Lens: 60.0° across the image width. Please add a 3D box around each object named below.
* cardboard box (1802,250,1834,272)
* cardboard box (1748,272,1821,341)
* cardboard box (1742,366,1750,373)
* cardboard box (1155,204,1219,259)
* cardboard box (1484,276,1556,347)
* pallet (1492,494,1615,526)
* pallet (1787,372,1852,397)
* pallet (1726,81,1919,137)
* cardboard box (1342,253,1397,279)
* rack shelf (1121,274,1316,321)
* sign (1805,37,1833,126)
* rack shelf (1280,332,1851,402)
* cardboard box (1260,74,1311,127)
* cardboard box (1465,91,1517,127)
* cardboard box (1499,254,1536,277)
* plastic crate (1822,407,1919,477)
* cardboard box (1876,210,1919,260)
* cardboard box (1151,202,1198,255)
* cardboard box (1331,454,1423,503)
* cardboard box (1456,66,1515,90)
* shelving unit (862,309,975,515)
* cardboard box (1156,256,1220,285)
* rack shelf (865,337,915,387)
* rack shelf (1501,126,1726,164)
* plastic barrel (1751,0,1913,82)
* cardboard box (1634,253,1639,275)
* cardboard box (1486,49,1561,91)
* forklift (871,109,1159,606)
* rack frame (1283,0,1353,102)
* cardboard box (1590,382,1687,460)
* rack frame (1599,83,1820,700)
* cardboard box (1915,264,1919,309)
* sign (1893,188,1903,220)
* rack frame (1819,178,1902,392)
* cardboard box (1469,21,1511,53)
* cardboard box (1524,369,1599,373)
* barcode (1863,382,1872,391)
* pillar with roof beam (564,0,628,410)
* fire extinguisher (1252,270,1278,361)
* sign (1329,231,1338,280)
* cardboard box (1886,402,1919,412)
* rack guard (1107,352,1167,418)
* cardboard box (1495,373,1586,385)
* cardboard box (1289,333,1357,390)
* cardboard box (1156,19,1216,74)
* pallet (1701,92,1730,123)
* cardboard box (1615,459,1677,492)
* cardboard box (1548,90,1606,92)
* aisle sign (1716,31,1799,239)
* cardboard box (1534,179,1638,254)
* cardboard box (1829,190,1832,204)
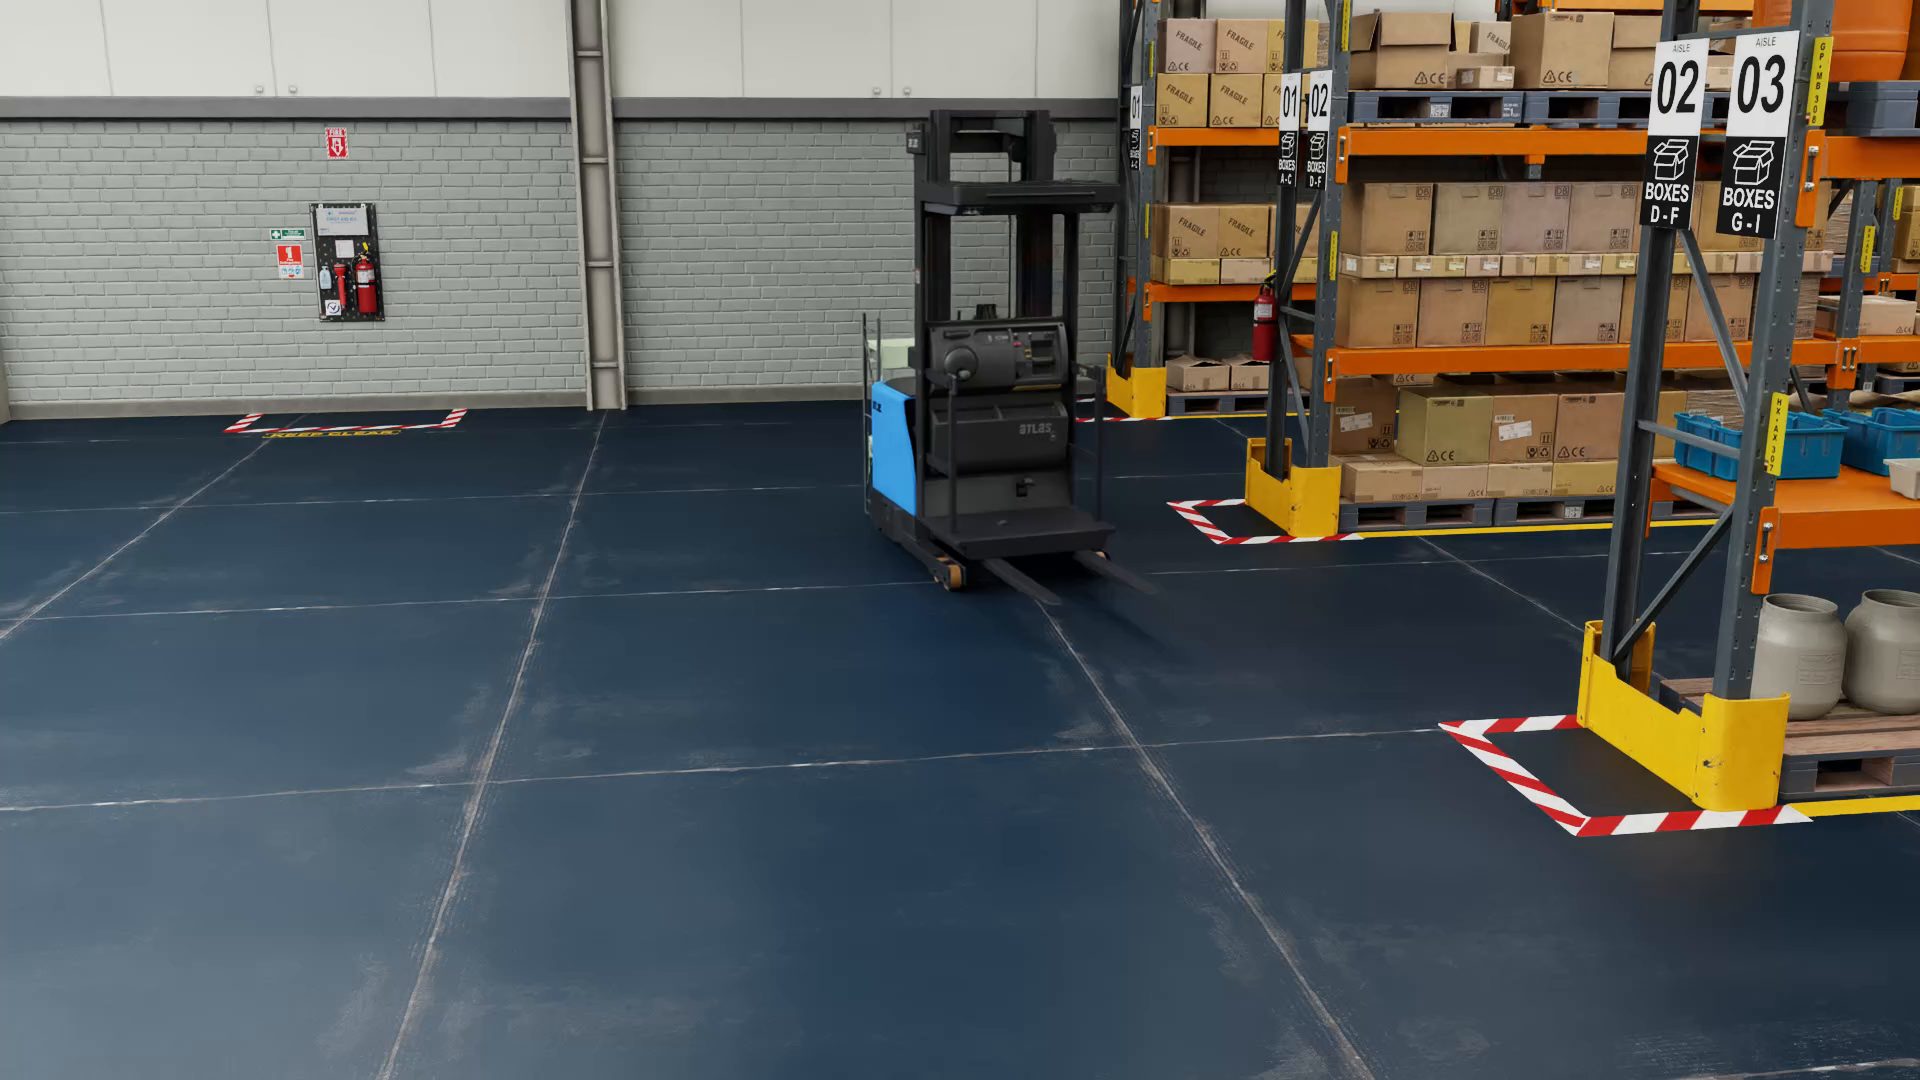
[{"bbox_3d":[6.190,-2.063,12.244,0.250,0.149,0.380,-2,14,-8],"label":"cardboard box"},{"bbox_3d":[5.989,-1.792,12.497,0.500,0.500,0.700,-2,14,-10],"label":"cardboard box"},{"bbox_3d":[8.410,-2.070,18.042,0.500,0.500,0.700,-2,14,-8],"label":"cardboard box"},{"bbox_3d":[2.247,-3.054,16.457,0.500,0.500,0.500,-2,14,-8],"label":"cardboard box"},{"bbox_3d":[3.946,-1.716,12.191,0.500,0.500,0.700,-2,14,-8],"label":"cardboard box"},{"bbox_3d":[4.426,-0.345,12.664,1.213,0.211,1.003,-2,14,-8],"label":"pallet"},{"bbox_3d":[8.868,-1.717,18.136,1.213,0.211,1.003,-2,14,-8],"label":"pallet"},{"bbox_3d":[4.039,-1.795,6.934,1.213,0.211,1.003,-2,14,-8],"label":"pallet"},{"bbox_3d":[2.892,-1.942,11.761,0.250,0.149,0.380,-2,14,-9],"label":"cardboard box"},{"bbox_3d":[3.708,-2.532,17.129,4.000,0.370,1.077,-2,14,-8],"label":"rack shelf"},{"bbox_3d":[3.284,-1.752,6.356,0.005,0.325,0.100,-2,14,-8],"label":"sign"},{"bbox_3d":[4.450,-1.340,12.378,4.000,0.370,1.077,-2,14,-8],"label":"rack shelf"},{"bbox_3d":[3.147,-4.304,16.303,0.500,0.500,0.500,-1,14,-6],"label":"cardboard box"},{"bbox_3d":[5.220,-4.388,16.640,0.500,0.500,0.500,-2,14,-7],"label":"cardboard box"},{"bbox_3d":[3.913,-1.980,11.911,0.250,0.149,0.380,-3,14,-10],"label":"cardboard box"},{"bbox_3d":[4.299,-0.465,7.716,0.408,0.251,0.499,-2,14,-8],"label":"plastic crate"},{"bbox_3d":[10.159,-3.256,17.682,0.500,0.500,0.500,-2,14,-7],"label":"cardboard box"},{"bbox_3d":[2.165,-3.177,16.949,0.500,0.500,0.500,-2,14,-9],"label":"cardboard box"},{"bbox_3d":[3.035,-0.452,12.149,0.500,0.250,0.500,-2,14,-8],"label":"cardboard box"},{"bbox_3d":[3.661,-3.221,11.600,0.250,0.149,0.380,-2,14,-8],"label":"cardboard box"},{"bbox_3d":[-0.298,-0.923,12.318,0.755,1.500,0.431,-5,15,-19],"label":"shelving unit"},{"bbox_3d":[2.260,-2.686,16.534,0.500,0.250,0.500,-3,14,-10],"label":"cardboard box"},{"bbox_3d":[-0.298,-1.302,12.223,0.720,0.370,0.431,-5,15,-19],"label":"rack shelf"},{"bbox_3d":[7.663,-4.131,17.342,4.000,0.370,1.077,-2,14,-8],"label":"rack shelf"},{"bbox_3d":[3.668,-2.340,6.974,0.708,0.830,0.600,-2,14,-8],"label":"plastic barrel"},{"bbox_3d":[4.934,-2.018,12.062,0.250,0.149,0.380,-2,14,-7],"label":"cardboard box"},{"bbox_3d":[4.121,-3.425,12.079,0.500,0.311,0.500,0,14,-2],"label":"cardboard box"},{"bbox_3d":[0.328,-1.216,10.546,1.130,2.935,3.031,-5,15,-19],"label":"forklift"},{"bbox_3d":[2.472,-4.526,11.272,0.127,3.000,1.000,-2,14,-8],"label":"rack frame"},{"bbox_3d":[5.011,-0.892,12.358,0.500,0.500,0.500,-2,14,-8],"label":"cardboard box"},{"bbox_3d":[3.206,-0.425,7.250,0.127,3.000,1.000,-2,14,-8],"label":"rack frame"},{"bbox_3d":[7.710,-1.853,12.739,0.500,0.500,0.500,-1,14,-4],"label":"cardboard box"},{"bbox_3d":[9.731,-3.491,17.258,0.005,0.325,0.100,-2,14,-8],"label":"sign"},{"bbox_3d":[9.641,-3.098,17.908,0.127,3.000,1.000,-2,14,-8],"label":"rack frame"},{"bbox_3d":[5.231,-4.868,16.497,0.500,0.500,0.500,-3,14,-13],"label":"cardboard box"},{"bbox_3d":[6.411,-1.985,17.703,0.500,0.500,0.700,-2,14,-6],"label":"cardboard box"},{"bbox_3d":[6.742,-1.137,12.351,0.075,0.075,0.001,-2,14,-8],"label":"barcode"},{"bbox_3d":[-2.998,-4.698,11.957,0.400,9.000,9.100,-2,14,-8],"label":"pillar with roof beam"},{"bbox_3d":[2.286,-1.687,12.439,0.183,0.674,0.296,-2,14,-8],"label":"fire extinguisher"},{"bbox_3d":[2.549,-1.941,11.353,0.005,0.325,0.100,-2,14,-8],"label":"sign"},{"bbox_3d":[7.369,-0.875,12.683,0.500,0.311,0.500,-2,14,-9],"label":"cardboard box"},{"bbox_3d":[1.805,-1.598,17.067,0.348,0.500,1.175,-2,14,-8],"label":"rack guard"},{"bbox_3d":[4.439,-0.999,12.786,0.500,0.500,0.500,-2,14,-8],"label":"cardboard box"},{"bbox_3d":[3.724,-1.848,17.157,0.500,0.500,0.700,-3,14,-12],"label":"cardboard box"},{"bbox_3d":[2.147,-4.762,16.074,0.500,0.500,0.500,-3,14,-12],"label":"cardboard box"},{"bbox_3d":[5.588,-3.136,12.077,1.213,0.211,1.003,-2,14,-8],"label":"pallet"},{"bbox_3d":[5.013,-0.525,12.437,0.500,0.250,0.500,-2,14,-8],"label":"cardboard box"},{"bbox_3d":[6.238,-4.661,16.904,0.500,0.500,0.500,0,14,0],"label":"cardboard box"},{"bbox_3d":[3.179,-1.613,6.642,0.004,0.787,0.394,-2,14,-8],"label":"aisle sign"},{"bbox_3d":[4.501,-2.367,12.122,0.500,0.500,0.700,-2,14,-8],"label":"cardboard box"},{"bbox_3d":[8.988,-3.640,17.624,0.250,0.149,0.380,-5,15,-18],"label":"cardboard box"}]
